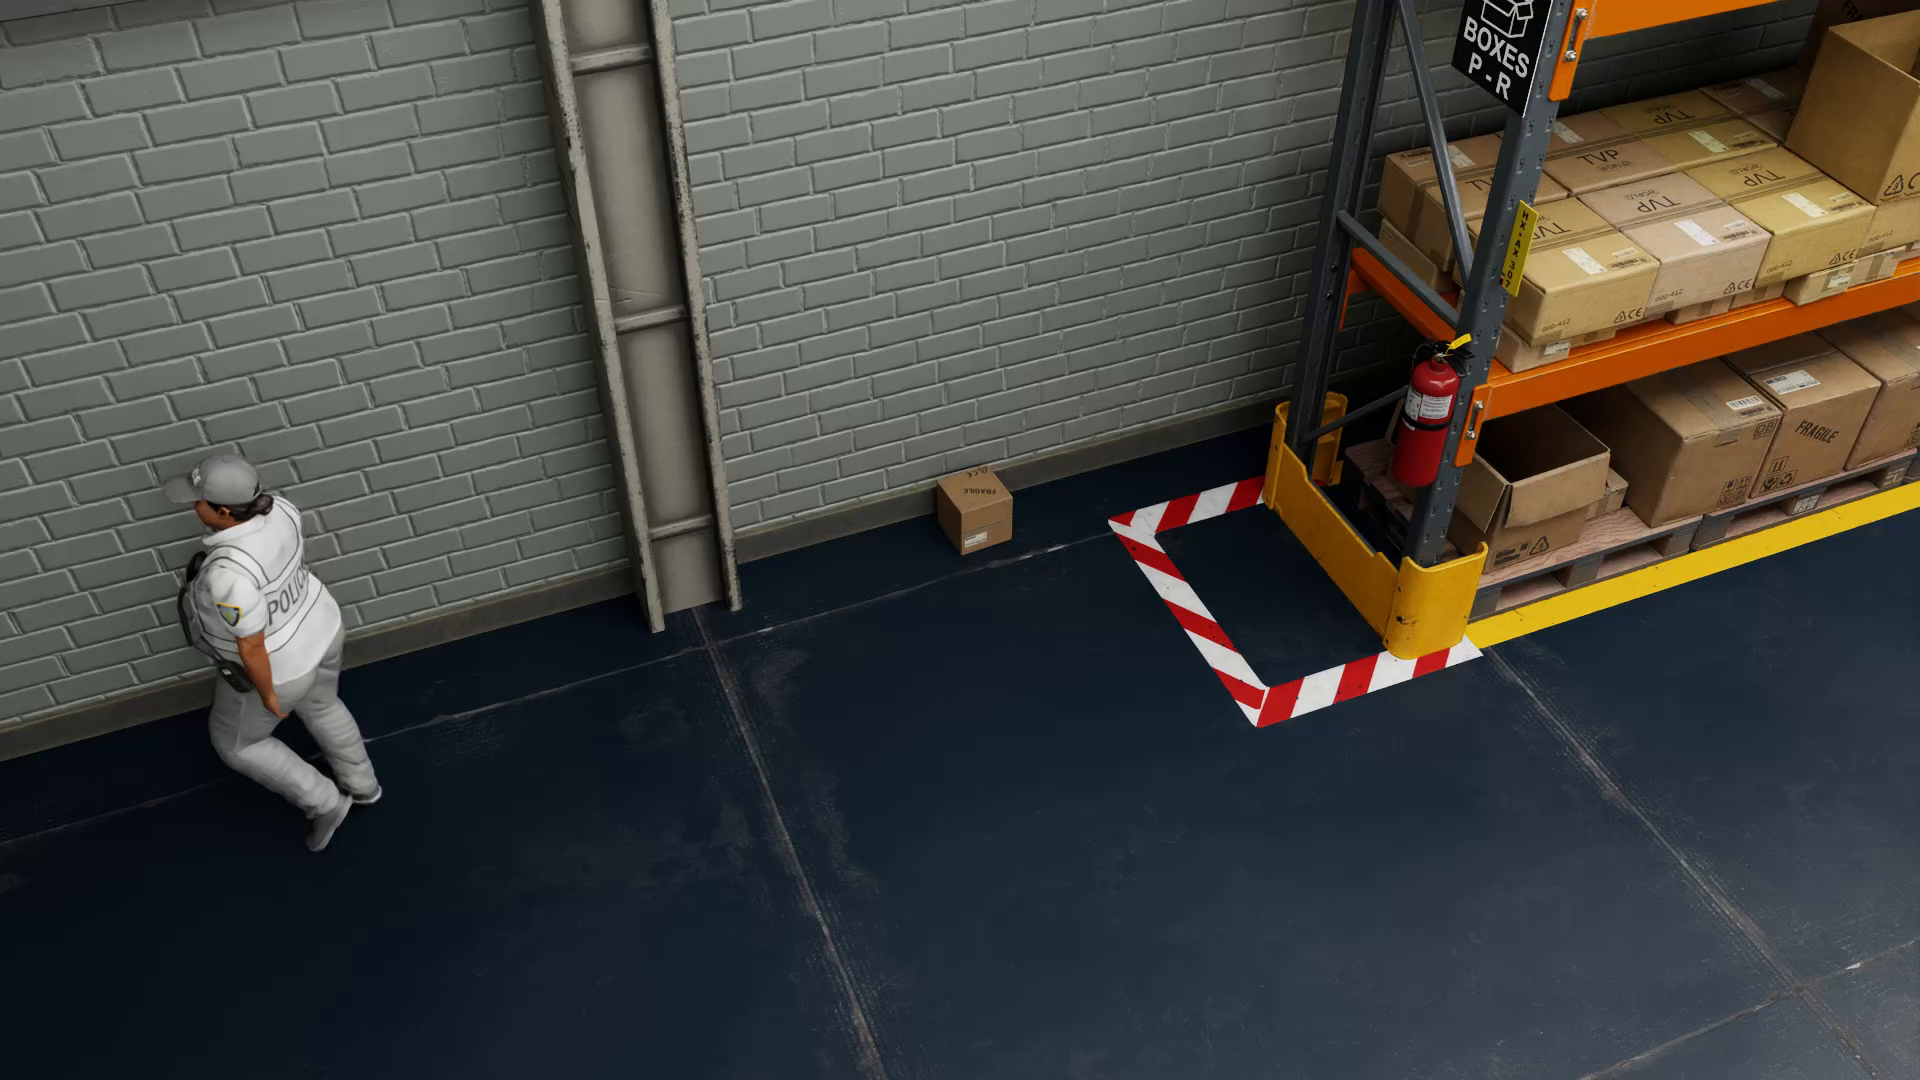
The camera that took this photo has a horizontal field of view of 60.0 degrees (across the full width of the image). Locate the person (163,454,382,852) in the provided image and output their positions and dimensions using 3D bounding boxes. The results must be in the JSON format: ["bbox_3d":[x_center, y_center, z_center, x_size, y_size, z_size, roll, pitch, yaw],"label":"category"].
[{"bbox_3d":[-2.363,0.384,5.720,0.445,1.686,0.481,8,43,9],"label":"person"}]
